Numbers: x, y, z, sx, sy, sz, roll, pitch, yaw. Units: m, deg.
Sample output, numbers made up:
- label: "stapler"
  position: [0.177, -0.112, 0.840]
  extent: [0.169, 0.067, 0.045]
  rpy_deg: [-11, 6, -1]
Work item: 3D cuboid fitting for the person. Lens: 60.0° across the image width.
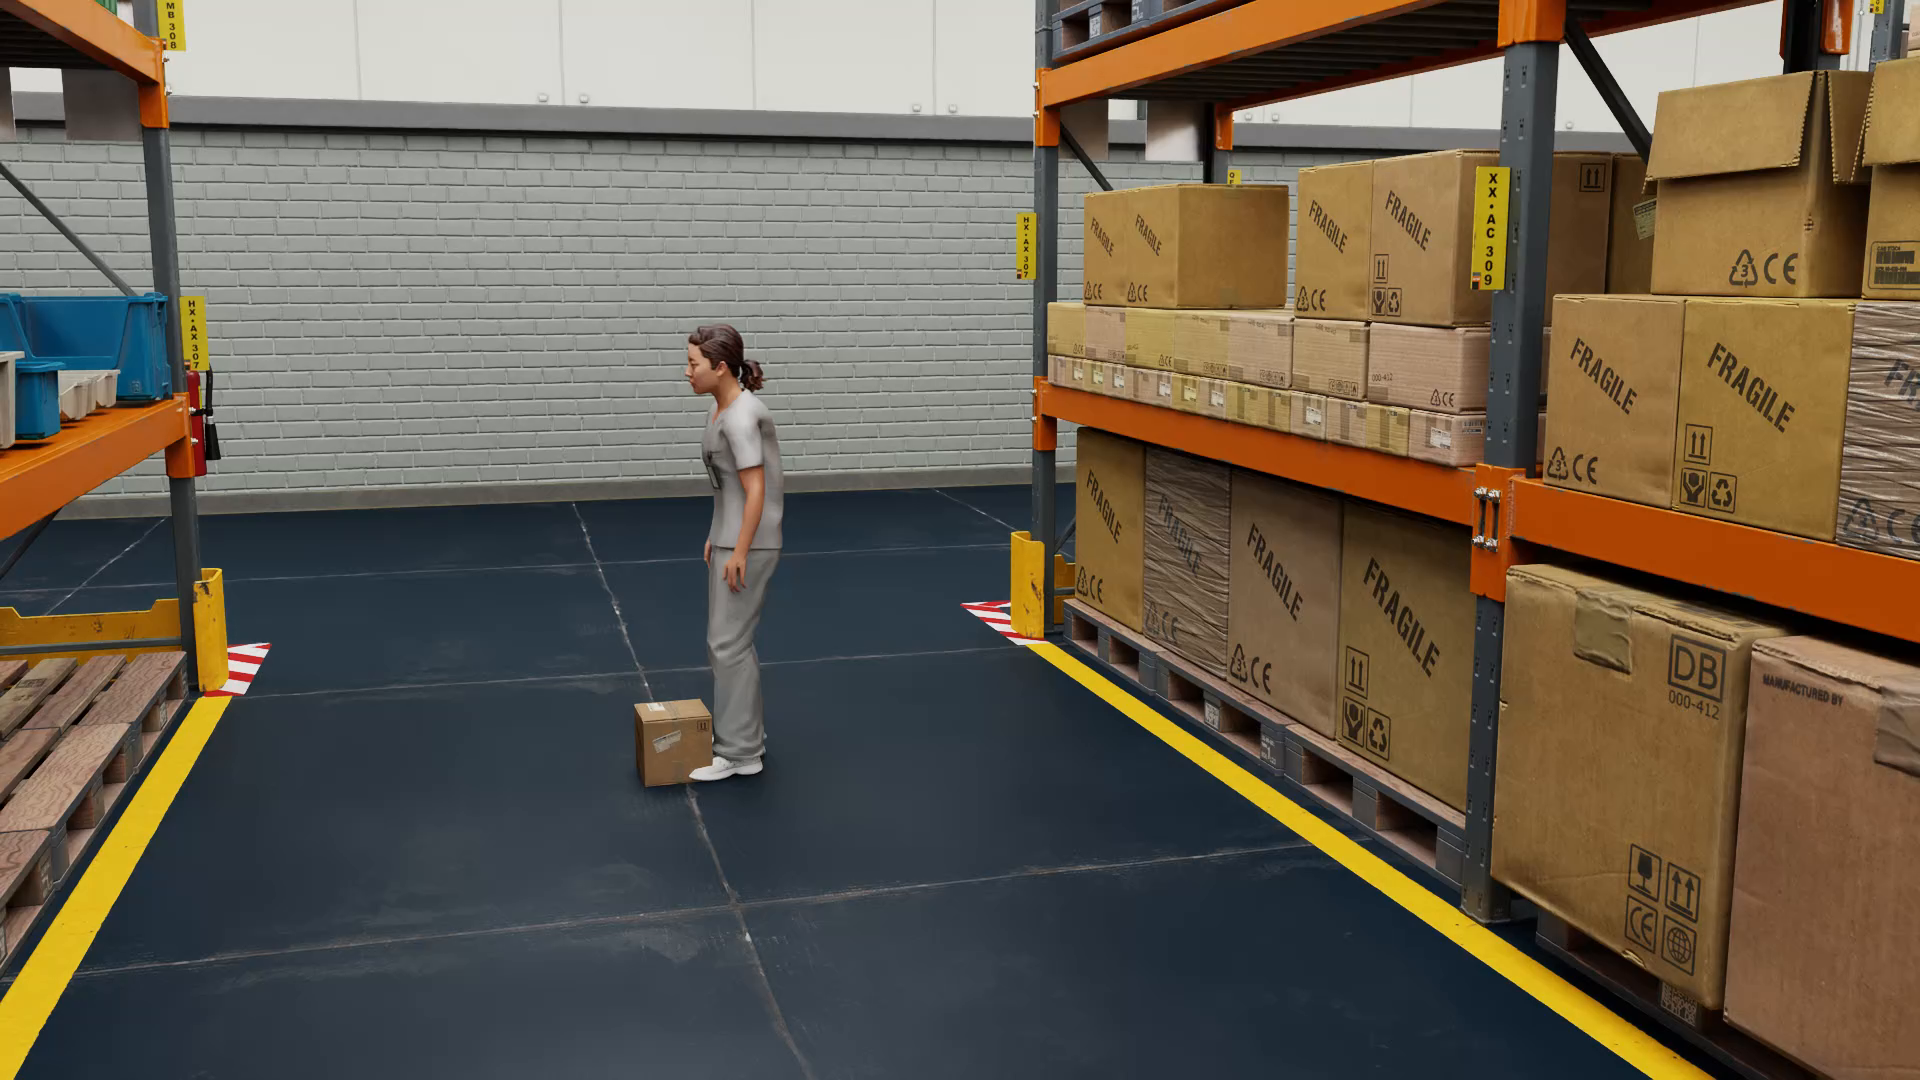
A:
- label: "person"
  position: [-0.856, 0.038, 6.152]
  extent: [0.408, 1.672, 0.485]
  rpy_deg: [-3, 10, -16]
